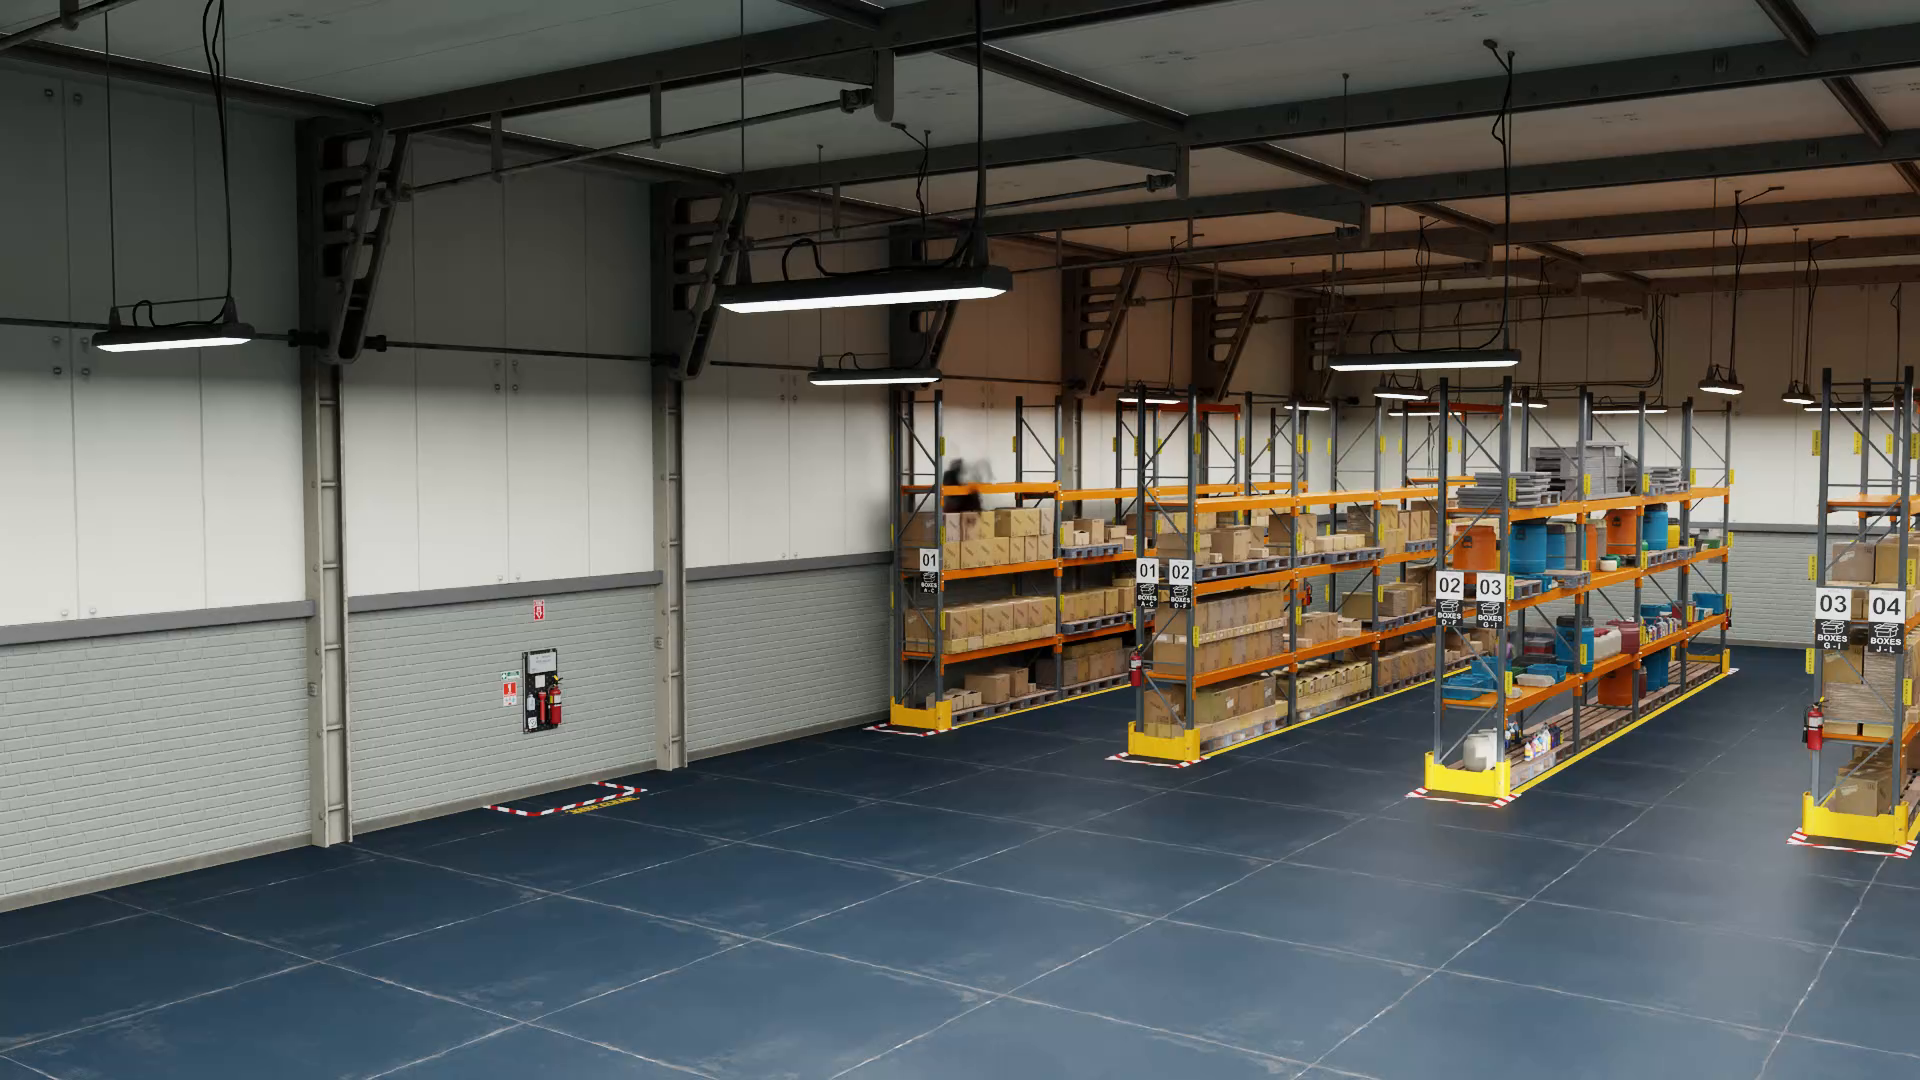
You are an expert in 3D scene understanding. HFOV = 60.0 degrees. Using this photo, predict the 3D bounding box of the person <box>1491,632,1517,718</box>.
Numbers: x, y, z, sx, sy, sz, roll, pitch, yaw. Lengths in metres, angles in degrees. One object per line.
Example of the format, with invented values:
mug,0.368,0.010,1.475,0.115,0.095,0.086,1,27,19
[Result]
person,10.045,2.461,30.743,0.540,1.576,0.889,2,4,32
